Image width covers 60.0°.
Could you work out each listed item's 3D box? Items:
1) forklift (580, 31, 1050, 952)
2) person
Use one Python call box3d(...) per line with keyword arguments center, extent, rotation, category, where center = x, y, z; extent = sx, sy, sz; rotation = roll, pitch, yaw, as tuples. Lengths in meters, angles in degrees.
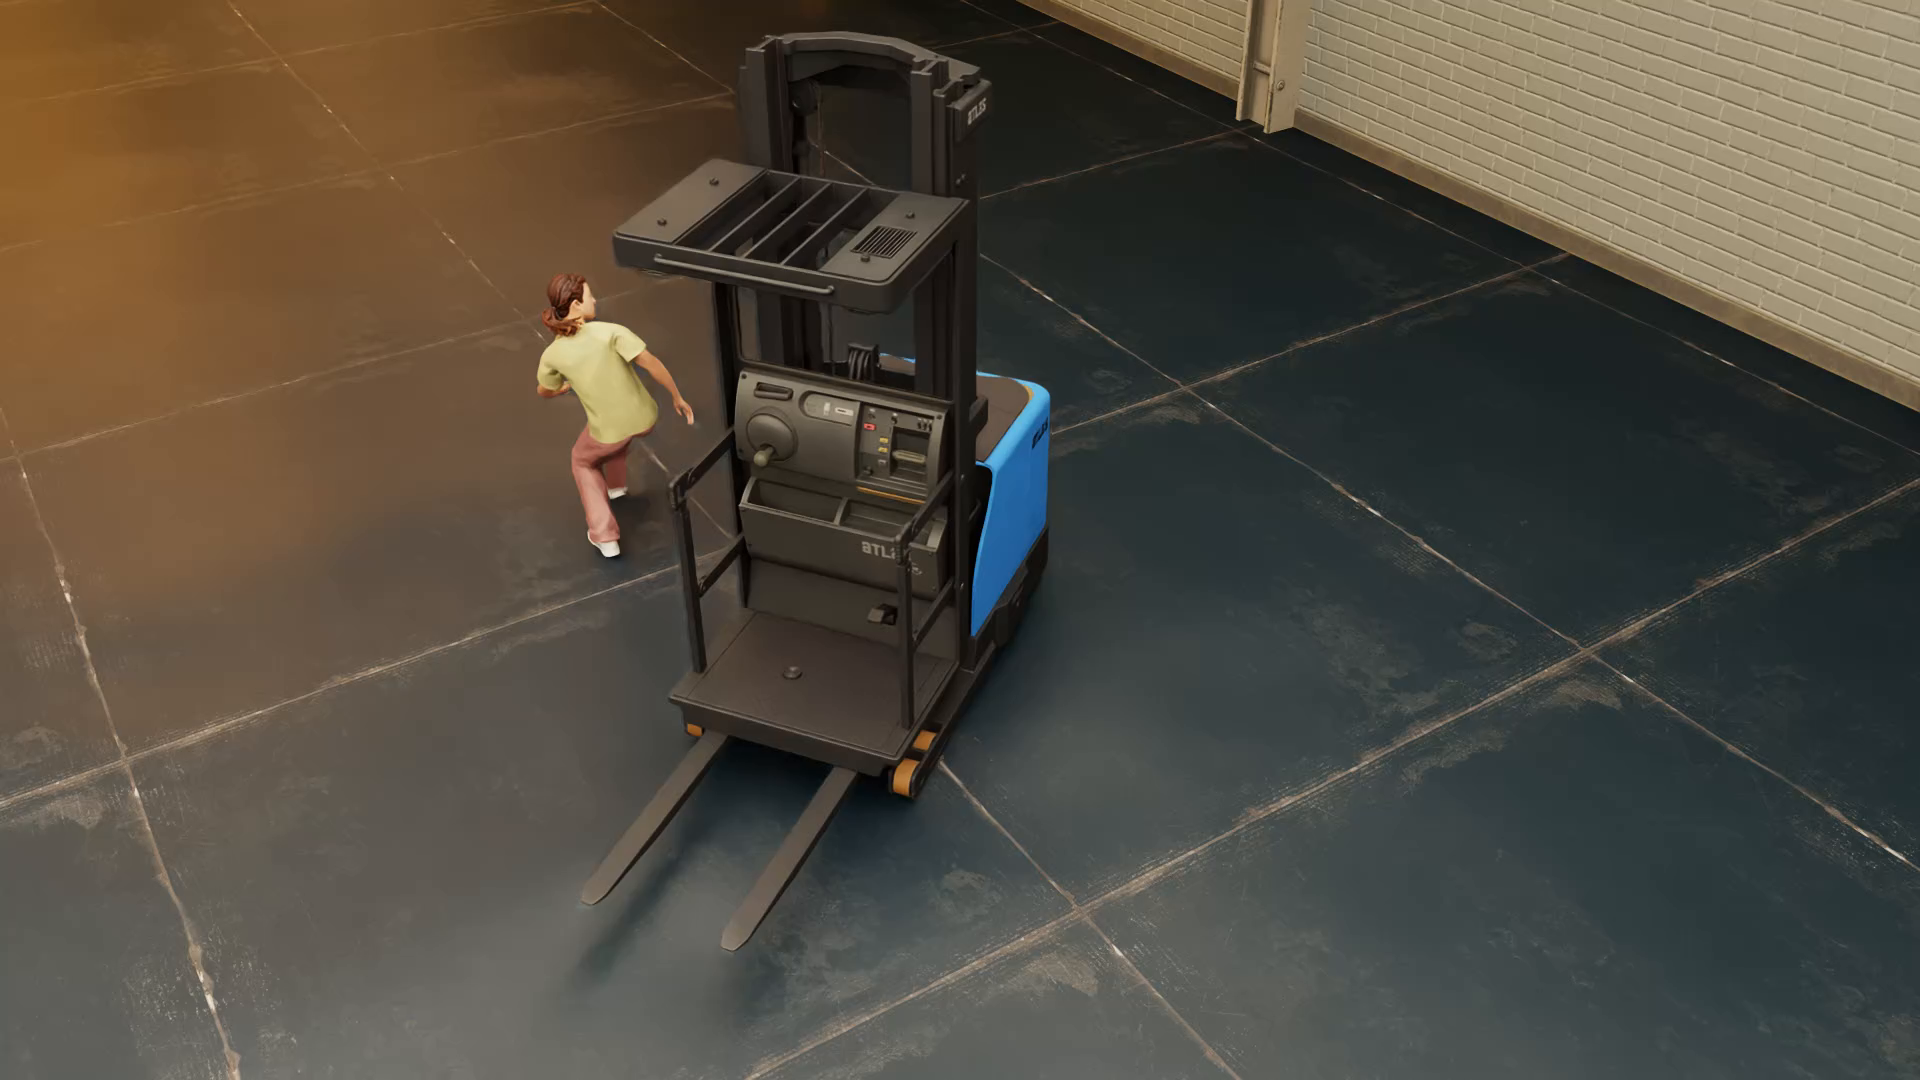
box3d(center=(-0.578, -0.375, 6.681), extent=(1.130, 2.935, 3.031), rotation=(13, 37, 18), category="forklift")
box3d(center=(-1.765, -0.687, 8.417), extent=(0.688, 1.475, 0.715), rotation=(-14, 37, -19), category="person")
